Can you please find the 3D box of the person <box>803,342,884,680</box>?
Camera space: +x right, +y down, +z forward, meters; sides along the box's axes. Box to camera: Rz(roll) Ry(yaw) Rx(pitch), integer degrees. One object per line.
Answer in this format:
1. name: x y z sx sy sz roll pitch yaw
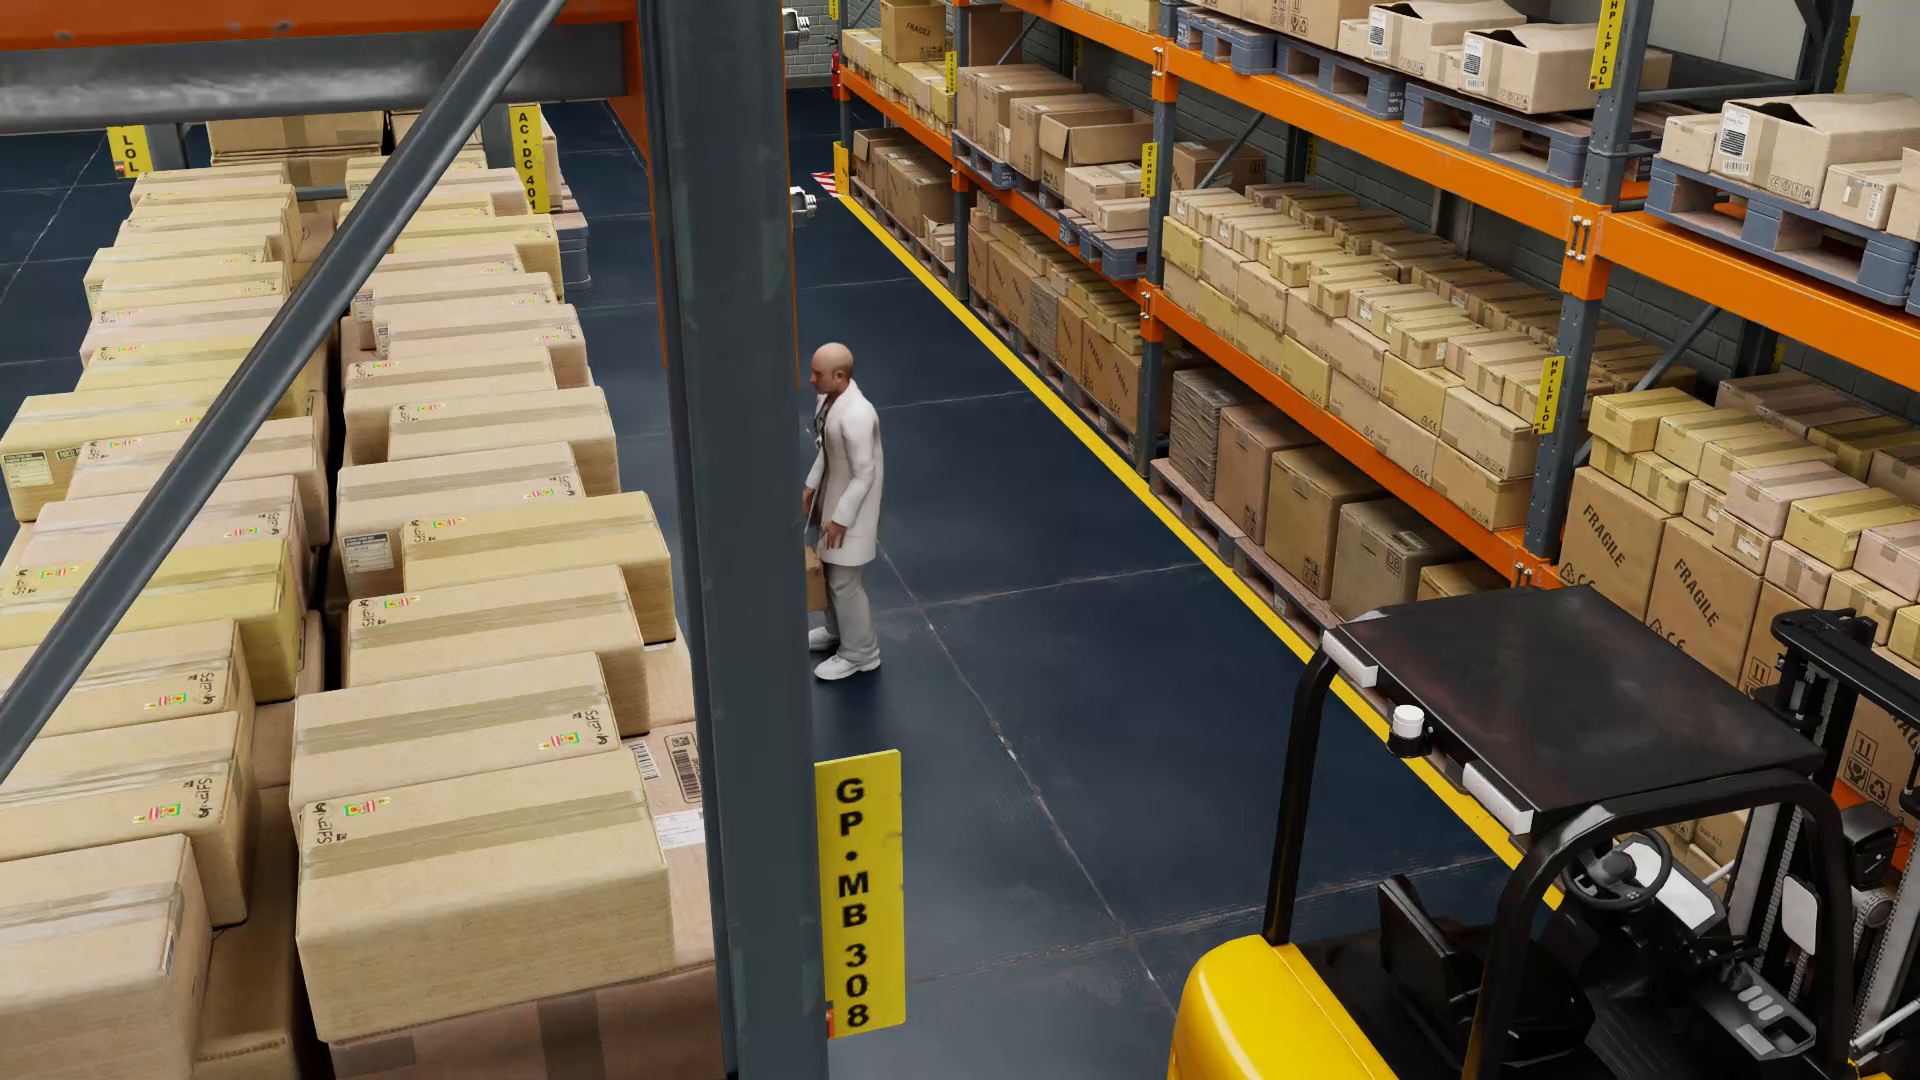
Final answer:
1. person: -0.607 -0.160 8.455 0.423 1.777 0.591 -9 27 -18
